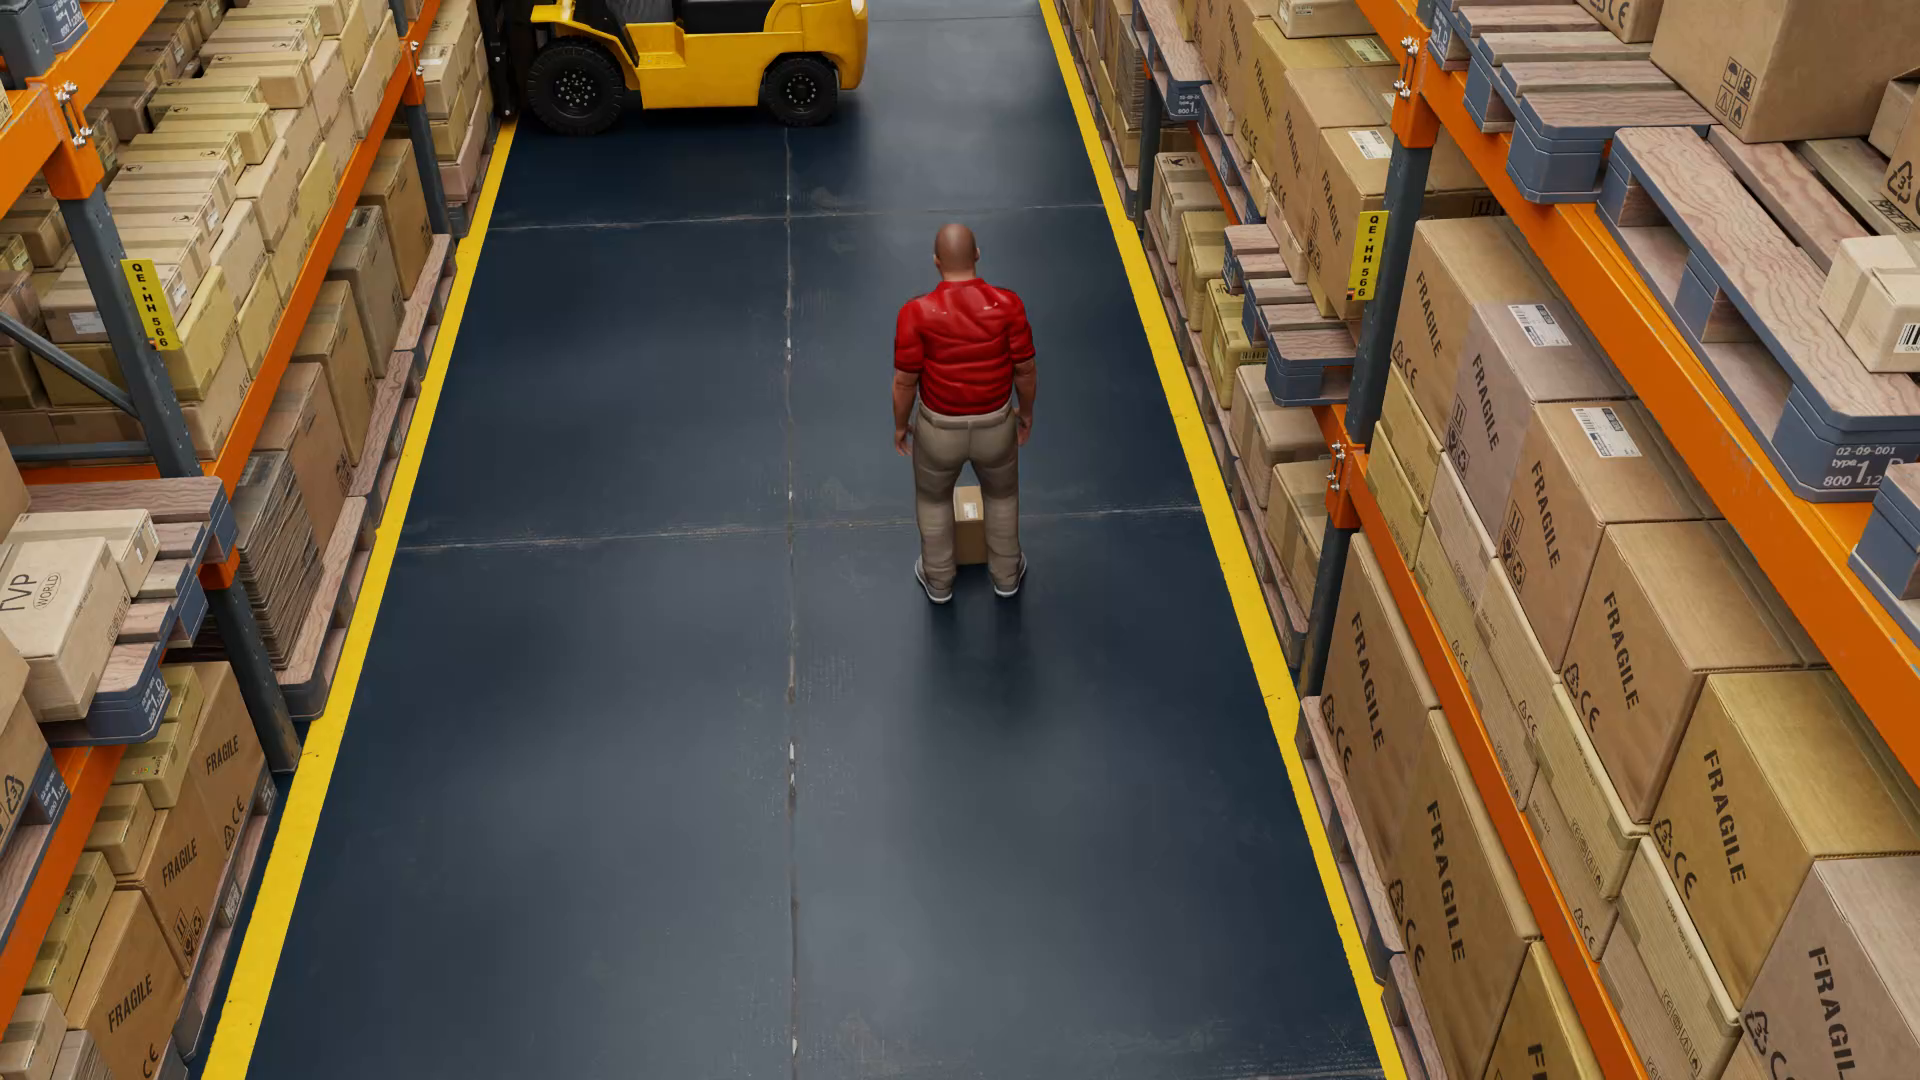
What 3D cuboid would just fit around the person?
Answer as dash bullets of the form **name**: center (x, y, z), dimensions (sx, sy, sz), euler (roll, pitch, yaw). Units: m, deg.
- **person**: center (0.017, -0.478, 6.758), dimensions (0.589, 1.725, 0.392), euler (-5, 39, -6)
